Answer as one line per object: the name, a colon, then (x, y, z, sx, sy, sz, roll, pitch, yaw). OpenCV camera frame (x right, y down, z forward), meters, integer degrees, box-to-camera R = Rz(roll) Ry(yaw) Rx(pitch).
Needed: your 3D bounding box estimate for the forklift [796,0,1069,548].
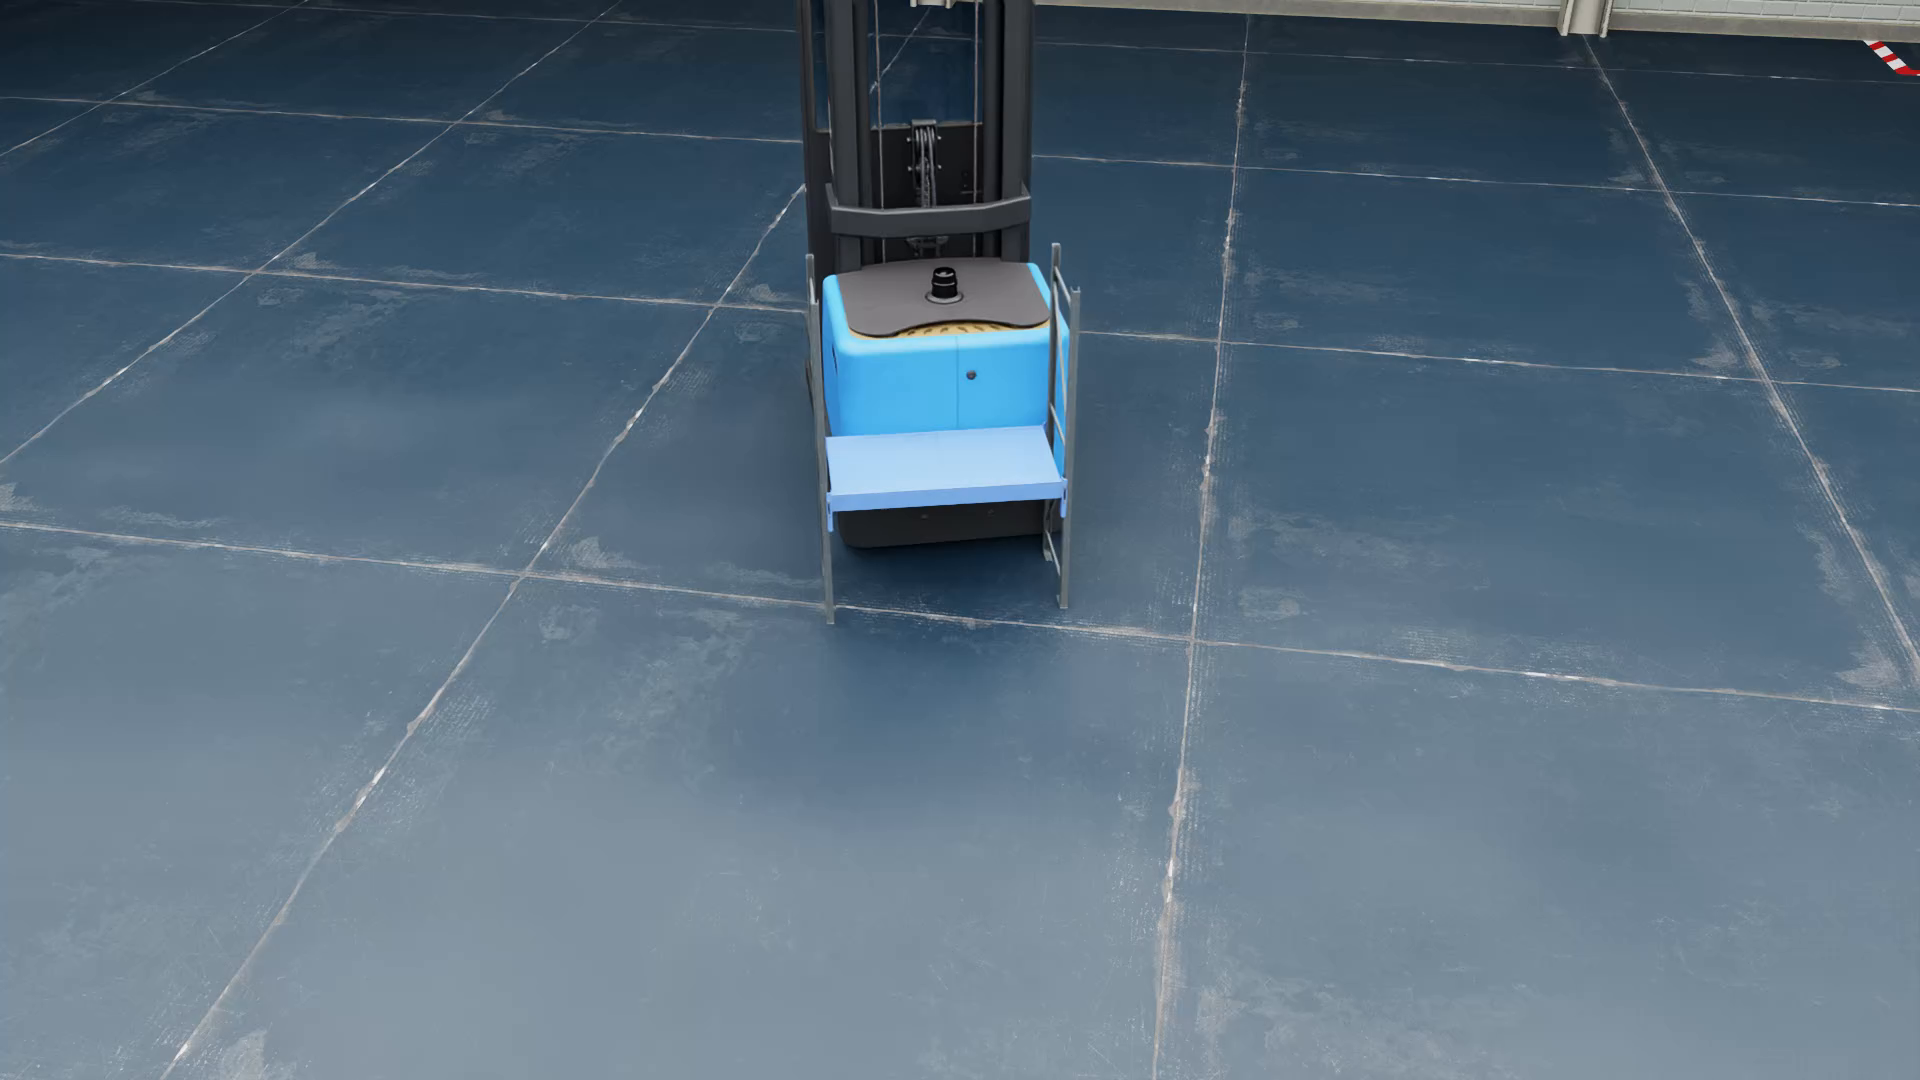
forklift: (-0.239, -1.973, 8.139, 1.130, 2.935, 3.031, -5, 32, -7)

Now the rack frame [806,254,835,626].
rack frame: (-0.585, -0.399, 6.973, 0.032, 1.500, 0.500, -4, 32, -6)

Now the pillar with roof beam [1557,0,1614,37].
pillar with roof beam: (4.935, -6.195, 9.165, 0.400, 9.000, 9.100, 5, 32, 8)

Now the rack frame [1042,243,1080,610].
rack frame: (0.425, -0.462, 7.074, 0.032, 1.500, 0.500, -4, 32, -6)

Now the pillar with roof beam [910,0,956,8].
pillar with roof beam: (-0.980, -6.730, 10.021, 0.400, 9.000, 9.100, 5, 32, 8)

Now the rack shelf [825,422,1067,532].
rack shelf: (-0.080, -0.278, 7.119, 1.000, 0.185, 0.538, -4, 32, -6)

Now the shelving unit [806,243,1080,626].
shelving unit: (-0.080, -0.430, 7.024, 1.048, 1.500, 0.538, -4, 32, -6)
